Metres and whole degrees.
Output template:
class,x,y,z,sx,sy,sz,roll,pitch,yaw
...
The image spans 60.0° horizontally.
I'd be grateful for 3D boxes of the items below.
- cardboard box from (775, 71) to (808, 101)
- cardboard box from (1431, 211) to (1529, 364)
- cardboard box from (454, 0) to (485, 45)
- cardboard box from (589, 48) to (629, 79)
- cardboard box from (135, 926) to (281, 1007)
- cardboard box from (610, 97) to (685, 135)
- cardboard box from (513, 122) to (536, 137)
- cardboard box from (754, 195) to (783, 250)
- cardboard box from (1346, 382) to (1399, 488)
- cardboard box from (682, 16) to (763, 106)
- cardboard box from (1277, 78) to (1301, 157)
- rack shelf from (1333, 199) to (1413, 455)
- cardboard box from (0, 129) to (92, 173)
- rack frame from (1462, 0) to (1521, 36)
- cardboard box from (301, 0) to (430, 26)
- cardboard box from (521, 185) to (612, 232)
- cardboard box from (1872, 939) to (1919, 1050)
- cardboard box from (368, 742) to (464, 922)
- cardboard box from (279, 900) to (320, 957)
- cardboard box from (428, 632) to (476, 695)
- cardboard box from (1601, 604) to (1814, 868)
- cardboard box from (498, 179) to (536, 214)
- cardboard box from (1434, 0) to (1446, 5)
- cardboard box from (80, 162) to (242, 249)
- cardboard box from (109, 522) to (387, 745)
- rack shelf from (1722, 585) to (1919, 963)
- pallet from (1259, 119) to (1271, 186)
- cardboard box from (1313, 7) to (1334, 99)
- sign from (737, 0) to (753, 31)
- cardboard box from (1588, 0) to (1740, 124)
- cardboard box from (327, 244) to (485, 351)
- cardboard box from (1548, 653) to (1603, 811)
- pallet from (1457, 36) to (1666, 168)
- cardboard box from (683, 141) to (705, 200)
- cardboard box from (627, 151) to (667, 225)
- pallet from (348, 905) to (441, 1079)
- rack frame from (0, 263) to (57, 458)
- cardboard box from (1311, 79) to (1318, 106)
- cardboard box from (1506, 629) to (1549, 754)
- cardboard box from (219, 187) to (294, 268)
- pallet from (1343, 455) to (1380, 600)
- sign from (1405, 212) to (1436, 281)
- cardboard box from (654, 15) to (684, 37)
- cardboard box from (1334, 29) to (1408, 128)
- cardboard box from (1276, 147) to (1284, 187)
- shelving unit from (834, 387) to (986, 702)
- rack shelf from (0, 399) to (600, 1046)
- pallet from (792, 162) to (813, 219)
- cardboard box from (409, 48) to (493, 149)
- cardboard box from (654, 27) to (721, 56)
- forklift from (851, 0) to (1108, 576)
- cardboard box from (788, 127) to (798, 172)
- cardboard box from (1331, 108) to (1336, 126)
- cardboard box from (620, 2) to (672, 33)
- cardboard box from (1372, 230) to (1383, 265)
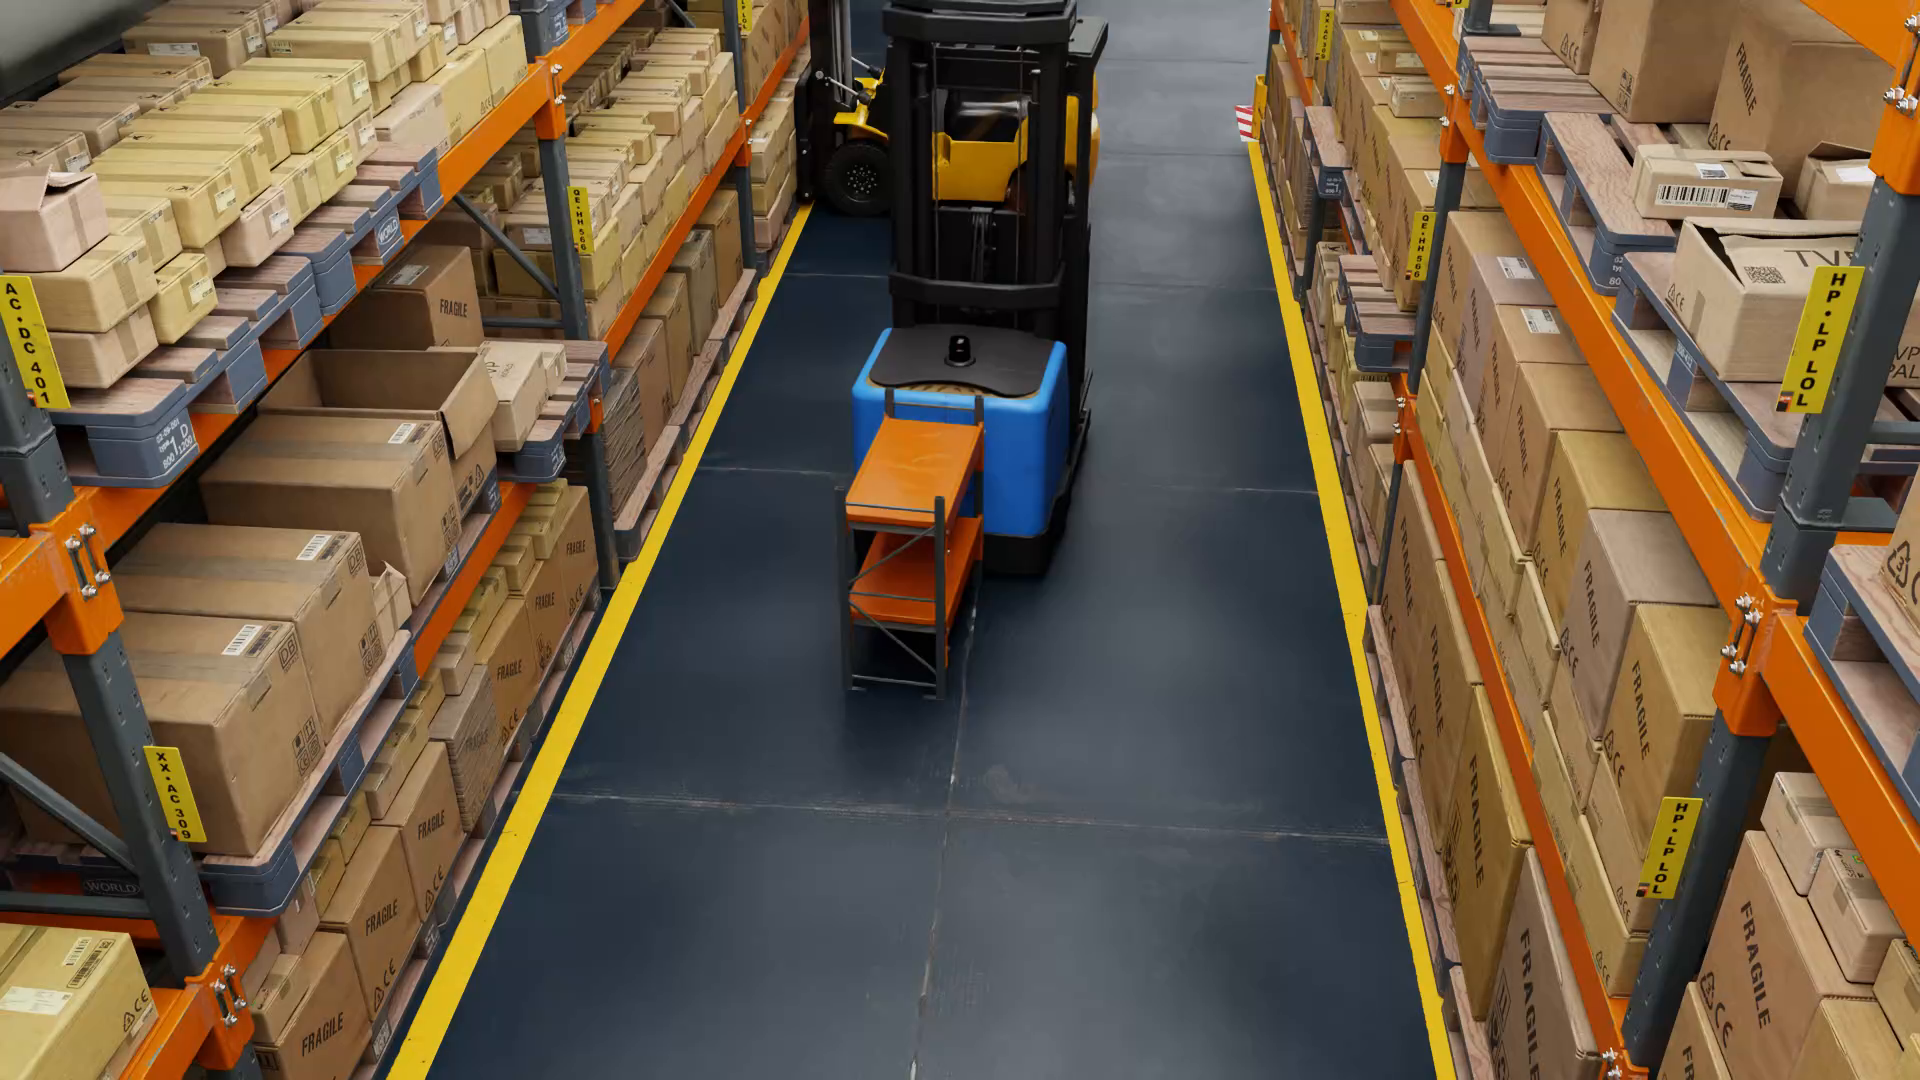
class,x,y,z,sx,sy,sz,roll,pitch,yaw
cardboard box,-1.513,-3.625,13.541,0.500,0.250,0.500,2,32,3
cardboard box,2.342,-1.069,7.078,0.500,0.500,0.500,1,32,2
cardboard box,-2.151,-2.111,6.720,0.380,0.149,0.250,2,32,3
cardboard box,-2.334,-3.026,10.587,0.380,0.149,0.250,2,32,4
cardboard box,-2.413,1.337,5.302,0.380,0.149,0.250,2,32,3
cardboard box,-1.821,-2.469,9.684,0.380,0.149,0.250,2,32,3
cardboard box,-2.519,-2.229,9.295,0.380,0.149,0.250,2,32,3
cardboard box,-1.627,-2.397,12.501,0.500,0.250,0.500,3,32,4
cardboard box,2.734,-0.590,9.452,0.950,0.372,0.625,2,32,3
cardboard box,-1.700,-3.414,11.835,0.500,0.500,0.500,2,32,3
cardboard box,2.847,-3.401,13.416,0.500,0.500,0.500,3,32,5
rack shelf,2.789,-1.588,9.654,1.077,0.370,4.000,2,32,4
cardboard box,-2.698,-1.049,4.695,0.380,0.149,0.250,3,32,5
rack frame,2.626,-3.403,6.194,1.000,3.000,0.127,2,32,4
cardboard box,-2.215,-1.970,6.208,0.380,0.149,0.250,2,32,3
cardboard box,-1.982,-1.671,8.389,0.380,0.149,0.250,3,32,5
cardboard box,2.032,0.923,3.227,0.380,0.149,0.250,2,32,3
cardboard box,-2.305,1.135,6.531,0.500,0.500,0.500,2,32,3
cardboard box,-2.407,1.318,5.616,0.380,0.149,0.250,2,32,3
cardboard box,-2.245,0.512,6.924,0.380,0.149,0.250,1,32,2
cardboard box,2.086,0.530,4.482,0.500,0.500,0.500,3,32,6
cardboard box,-2.522,-1.722,8.851,0.500,0.250,0.500,3,32,4
cardboard box,2.722,-2.968,8.250,0.797,0.503,0.637,2,32,4
cardboard box,-2.172,-0.896,4.446,0.380,0.149,0.250,2,32,3
cardboard box,-2.343,0.297,5.413,0.700,0.500,0.500,3,32,5
rack shelf,2.137,1.318,2.079,1.077,0.370,4.000,2,32,4
pallet,3.170,-3.382,14.536,1.003,0.211,1.213,2,32,4
cardboard box,2.740,-3.352,11.452,0.500,0.500,0.500,2,32,3
sign,-1.454,-3.591,11.190,0.100,0.325,0.005,2,32,4
cardboard box,2.735,-1.821,5.991,0.700,0.500,0.500,1,32,2
cardboard box,-2.519,-1.018,7.546,0.500,0.500,0.500,4,32,6
cardboard box,2.127,0.591,5.098,0.500,0.250,0.500,3,32,5
pallet,2.626,-1.706,6.480,1.213,0.211,1.003,4,32,6
cardboard box,-1.883,-2.290,10.250,0.500,0.250,0.500,3,32,4
cardboard box,-1.939,-1.964,9.244,0.500,0.250,0.500,2,32,3
pallet,-2.619,1.793,6.139,1.003,0.211,1.213,2,32,4
rack frame,-2.647,-1.521,3.141,1.000,3.000,0.127,2,32,4
cardboard box,2.687,-3.145,11.734,0.380,0.149,0.250,3,32,5
cardboard box,2.188,0.532,5.670,0.500,0.250,0.500,2,32,3
cardboard box,-2.142,-0.897,4.731,0.380,0.149,0.250,3,32,5
pallet,2.691,-0.070,9.162,1.003,0.211,1.213,2,32,4
sign,2.084,-1.326,7.514,0.100,0.325,0.005,2,32,4
cardboard box,-2.229,-3.439,11.876,0.500,0.500,0.500,2,32,4
cardboard box,2.587,-2.793,10.144,0.500,0.500,0.500,3,32,4
cardboard box,2.855,-3.078,13.605,0.500,0.250,0.500,5,32,7
shelving unit,-0.223,0.004,8.171,0.538,1.125,1.048,6,32,9
rack shelf,-2.484,0.293,6.600,1.077,0.370,4.000,2,32,4
pallet,-1.793,-3.017,13.944,1.003,0.211,1.213,2,32,4
cardboard box,-2.162,-1.730,6.482,0.500,0.250,0.500,3,32,4
cardboard box,-1.802,-3.281,11.001,0.380,0.149,0.250,4,32,6
forklift,0.203,-1.819,9.408,1.130,2.935,3.031,6,32,9
cardboard box,-1.557,-3.137,13.225,0.500,0.250,0.500,2,32,4
cardboard box,2.592,-2.736,10.670,0.380,0.149,0.250,3,32,5
cardboard box,-2.226,-3.648,11.597,0.380,0.149,0.250,2,32,4
cardboard box,2.372,-1.510,8.680,0.380,0.149,0.250,1,32,2
